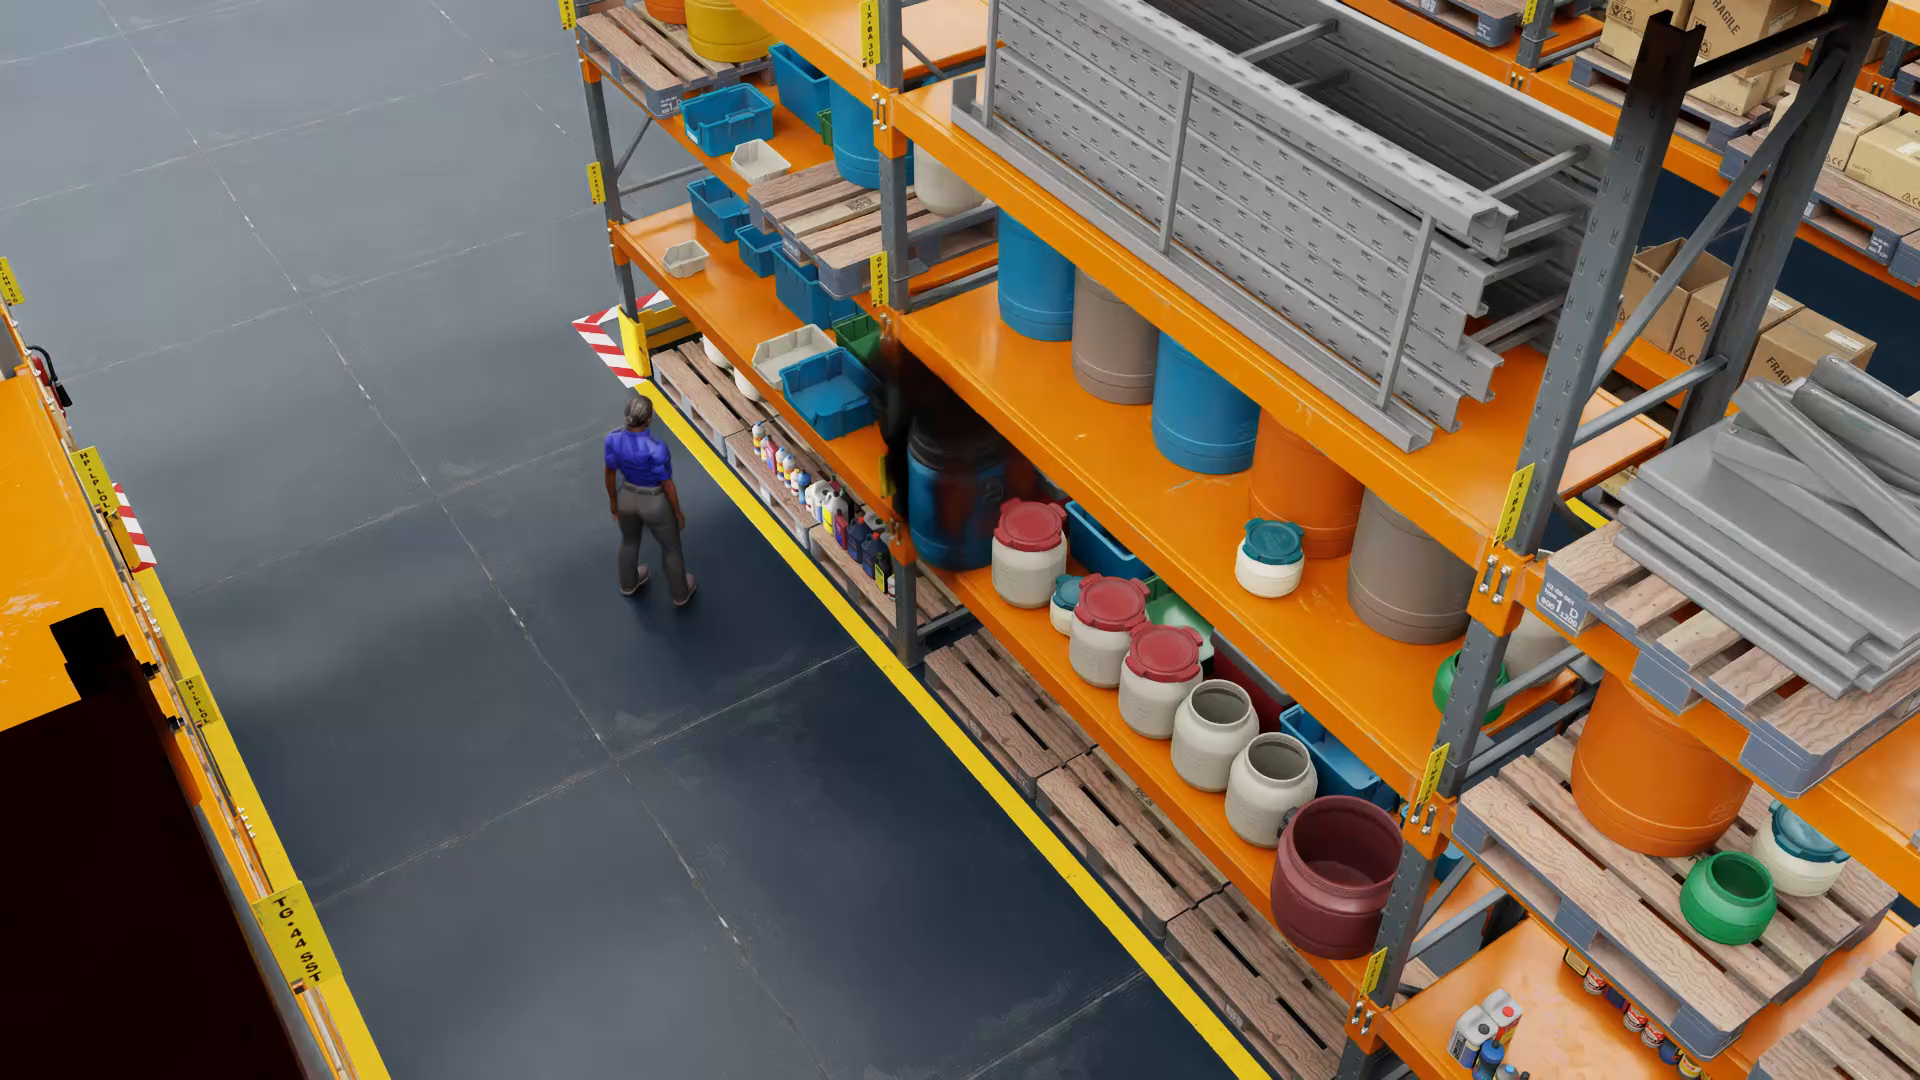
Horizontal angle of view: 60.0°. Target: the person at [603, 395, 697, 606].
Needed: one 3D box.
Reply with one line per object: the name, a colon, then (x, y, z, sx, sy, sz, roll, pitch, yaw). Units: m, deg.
person: (-2.036, -0.256, 10.818, 0.540, 1.653, 0.376, 14, 45, 15)
